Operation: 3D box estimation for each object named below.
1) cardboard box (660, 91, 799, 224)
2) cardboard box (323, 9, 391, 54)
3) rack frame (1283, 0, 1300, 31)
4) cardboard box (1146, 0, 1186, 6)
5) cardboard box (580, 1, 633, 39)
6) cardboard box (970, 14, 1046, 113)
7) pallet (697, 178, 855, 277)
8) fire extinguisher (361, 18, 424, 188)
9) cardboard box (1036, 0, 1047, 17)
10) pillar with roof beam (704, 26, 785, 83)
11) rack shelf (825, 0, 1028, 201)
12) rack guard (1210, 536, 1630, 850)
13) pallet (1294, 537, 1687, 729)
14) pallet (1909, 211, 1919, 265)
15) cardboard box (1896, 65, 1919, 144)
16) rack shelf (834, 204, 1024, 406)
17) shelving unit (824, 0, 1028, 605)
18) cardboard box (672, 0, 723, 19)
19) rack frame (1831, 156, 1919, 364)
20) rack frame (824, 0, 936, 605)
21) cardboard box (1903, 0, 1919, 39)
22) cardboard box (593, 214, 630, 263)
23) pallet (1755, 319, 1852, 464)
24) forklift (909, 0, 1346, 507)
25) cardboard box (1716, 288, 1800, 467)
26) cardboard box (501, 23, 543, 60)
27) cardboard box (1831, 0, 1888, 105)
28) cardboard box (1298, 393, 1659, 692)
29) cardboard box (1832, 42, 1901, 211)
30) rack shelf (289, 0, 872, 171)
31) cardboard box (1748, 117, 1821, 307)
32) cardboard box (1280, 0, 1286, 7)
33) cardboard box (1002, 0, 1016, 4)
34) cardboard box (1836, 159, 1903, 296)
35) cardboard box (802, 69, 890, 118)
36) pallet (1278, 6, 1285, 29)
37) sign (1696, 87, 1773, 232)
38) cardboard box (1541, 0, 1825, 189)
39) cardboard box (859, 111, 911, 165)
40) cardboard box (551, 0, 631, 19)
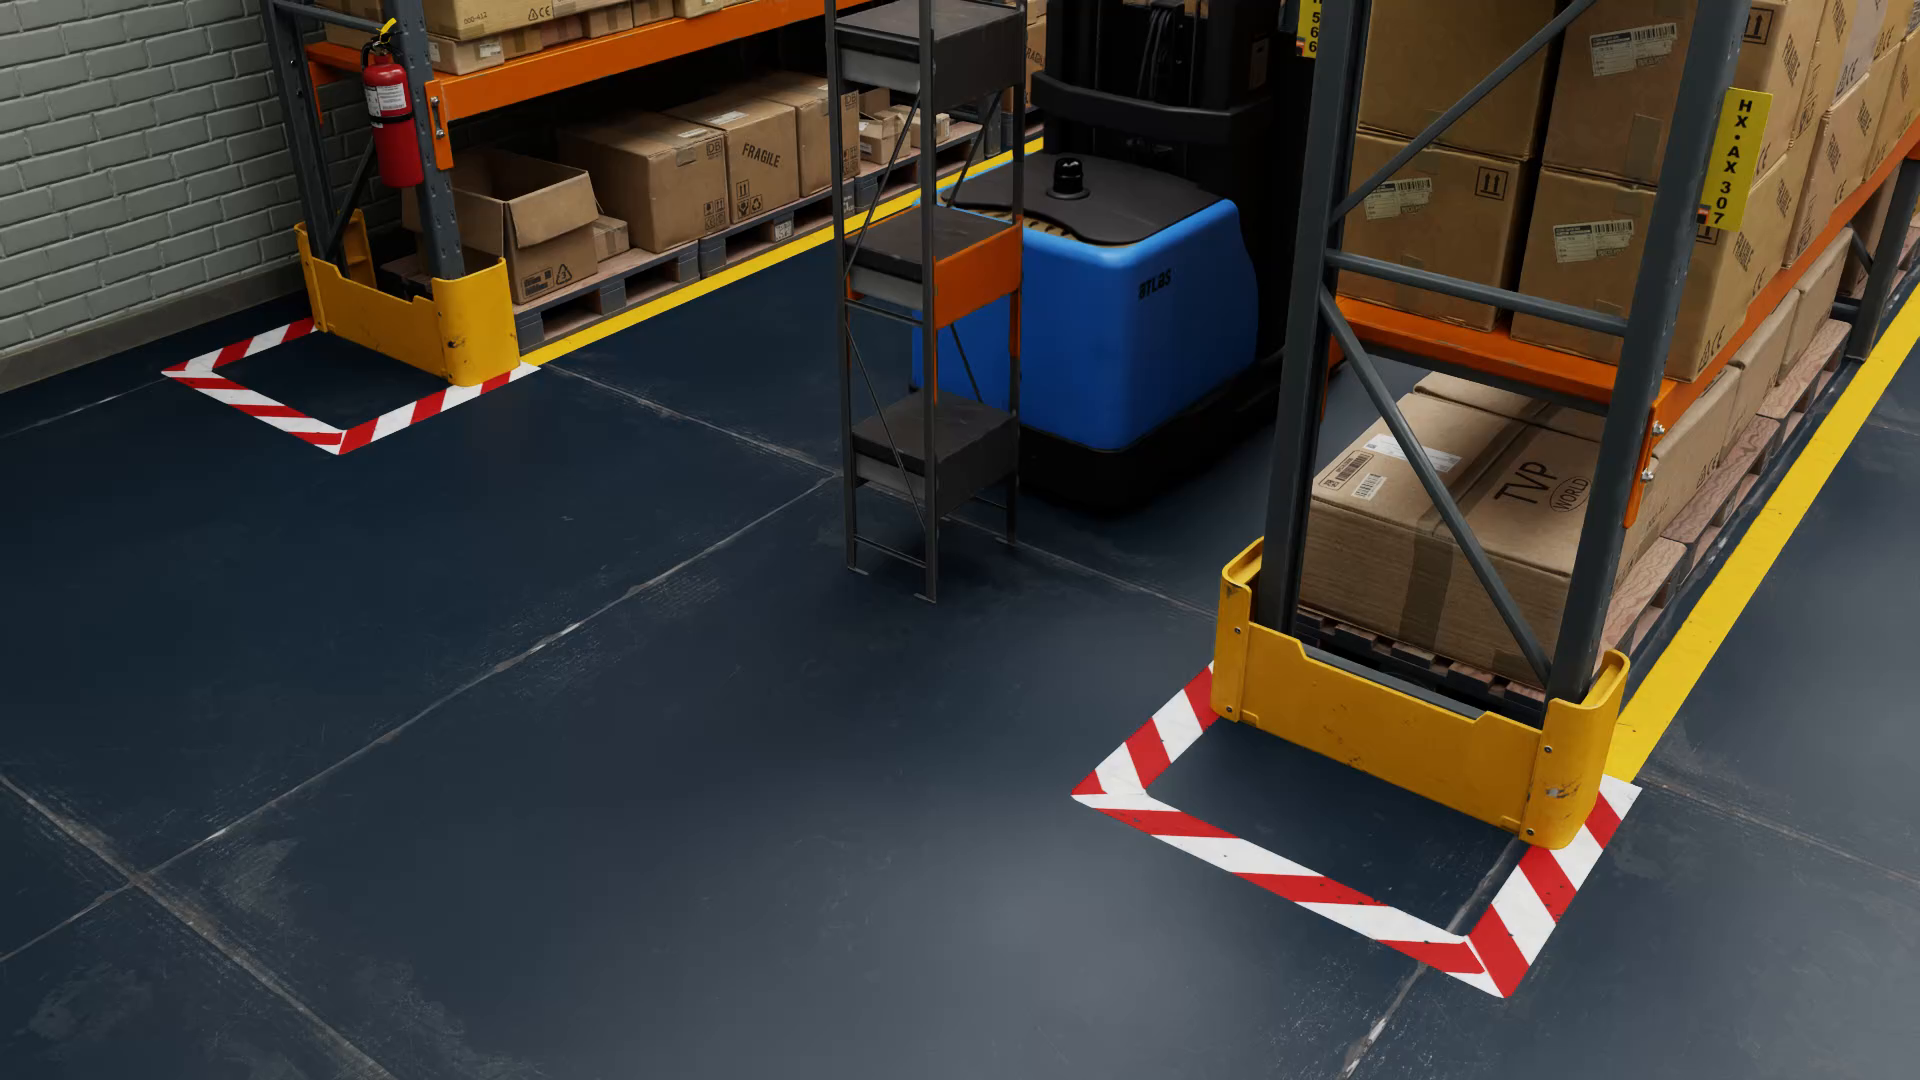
[{"bbox_3d":[-1.207,-2.020,8.757,0.500,0.500,0.500,22,37,32],"label":"cardboard box"},{"bbox_3d":[-2.612,-2.285,7.410,0.380,0.149,0.250,21,36,31],"label":"cardboard box"},{"bbox_3d":[2.231,-5.428,12.466,1.000,3.000,0.127,21,37,31],"label":"rack frame"},{"bbox_3d":[1.224,-3.664,11.531,0.500,0.500,0.500,20,36,30],"label":"cardboard box"},{"bbox_3d":[-1.732,-2.436,7.665,0.380,0.149,0.250,22,37,33],"label":"cardboard box"},{"bbox_3d":[0.288,-3.034,10.468,0.500,0.500,0.500,23,38,33],"label":"cardboard box"},{"bbox_3d":[-1.335,-1.825,9.123,1.003,0.211,1.213,21,37,31],"label":"pallet"},{"bbox_3d":[-2.318,-1.780,6.753,0.296,0.674,0.183,21,37,31],"label":"fire extinguisher"},{"bbox_3d":[0.351,-3.386,10.426,0.380,0.149,0.250,20,36,30],"label":"cardboard box"},{"bbox_3d":[2.110,-5.052,5.948,9.100,9.000,0.400,21,37,31],"label":"pillar with roof beam"},{"bbox_3d":[-0.100,-1.426,5.251,0.431,0.518,0.480,21,37,31],"label":"rack shelf"},{"bbox_3d":[1.347,0.435,5.025,1.175,0.500,0.348,21,37,31],"label":"rack guard"},{"bbox_3d":[1.782,0.201,5.704,1.003,0.211,1.213,21,37,31],"label":"pallet"},{"bbox_3d":[4.918,-1.911,9.267,1.003,0.211,1.213,21,37,31],"label":"pallet"},{"bbox_3d":[3.394,-1.841,6.316,0.500,0.500,0.500,20,36,30],"label":"cardboard box"},{"bbox_3d":[-0.100,-0.824,5.608,0.431,0.518,0.480,21,37,31],"label":"rack shelf"},{"bbox_3d":[-0.100,-0.836,5.601,0.431,2.100,0.503,21,37,31],"label":"shelving unit"},{"bbox_3d":[-1.363,-2.625,7.984,0.380,0.149,0.250,20,36,30],"label":"cardboard box"},{"bbox_3d":[3.776,-2.276,7.148,1.000,3.000,0.127,21,37,31],"label":"rack frame"},{"bbox_3d":[-0.247,-0.737,5.434,0.400,2.100,0.015,21,37,31],"label":"rack frame"},{"bbox_3d":[3.099,-2.058,5.702,0.500,0.500,0.500,22,37,32],"label":"cardboard box"},{"bbox_3d":[-1.866,-1.510,8.240,0.380,0.149,0.250,20,36,29],"label":"cardboard box"},{"bbox_3d":[3.255,-0.791,7.378,1.003,0.211,1.213,21,37,31],"label":"pallet"},{"bbox_3d":[1.097,-2.072,6.871,1.130,2.935,3.031,22,37,32],"label":"forklift"},{"bbox_3d":[2.772,-0.768,6.705,0.875,0.438,0.875,20,36,30],"label":"cardboard box"},{"bbox_3d":[-2.064,-2.235,7.325,0.380,0.149,0.250,22,37,32],"label":"cardboard box"},{"bbox_3d":[2.489,-1.654,5.020,0.500,0.500,0.500,21,36,31],"label":"cardboard box"},{"bbox_3d":[1.680,-0.027,5.455,0.875,0.438,0.875,20,36,30],"label":"cardboard box"},{"bbox_3d":[2.774,-1.424,5.612,0.500,0.500,0.500,22,37,33],"label":"cardboard box"},{"bbox_3d":[-1.391,-2.679,8.534,1.077,0.370,4.000,21,37,31],"label":"rack shelf"},{"bbox_3d":[2.163,-1.014,4.920,0.500,0.500,0.500,21,36,31],"label":"cardboard box"},{"bbox_3d":[2.147,-4.295,12.595,0.500,0.500,0.500,22,37,33],"label":"cardboard box"},{"bbox_3d":[0.197,-3.397,10.151,0.380,0.149,0.250,20,36,30],"label":"cardboard box"},{"bbox_3d":[4.087,-1.819,8.049,0.875,0.875,0.875,22,37,33],"label":"cardboard box"},{"bbox_3d":[-0.771,-2.630,9.971,0.500,0.311,0.500,23,37,33],"label":"cardboard box"},{"bbox_3d":[1.750,-3.936,12.685,1.003,0.211,1.213,21,37,31],"label":"pallet"},{"bbox_3d":[1.800,-0.883,3.871,0.100,0.325,0.005,21,37,31],"label":"sign"},{"bbox_3d":[1.878,-1.230,4.305,0.500,0.500,0.500,20,36,30],"label":"cardboard box"},{"bbox_3d":[-0.501,-2.344,9.533,0.396,0.266,0.258,23,37,33],"label":"cardboard box"},{"bbox_3d":[-1.805,-2.546,7.459,0.500,0.250,0.500,22,37,32],"label":"cardboard box"}]
